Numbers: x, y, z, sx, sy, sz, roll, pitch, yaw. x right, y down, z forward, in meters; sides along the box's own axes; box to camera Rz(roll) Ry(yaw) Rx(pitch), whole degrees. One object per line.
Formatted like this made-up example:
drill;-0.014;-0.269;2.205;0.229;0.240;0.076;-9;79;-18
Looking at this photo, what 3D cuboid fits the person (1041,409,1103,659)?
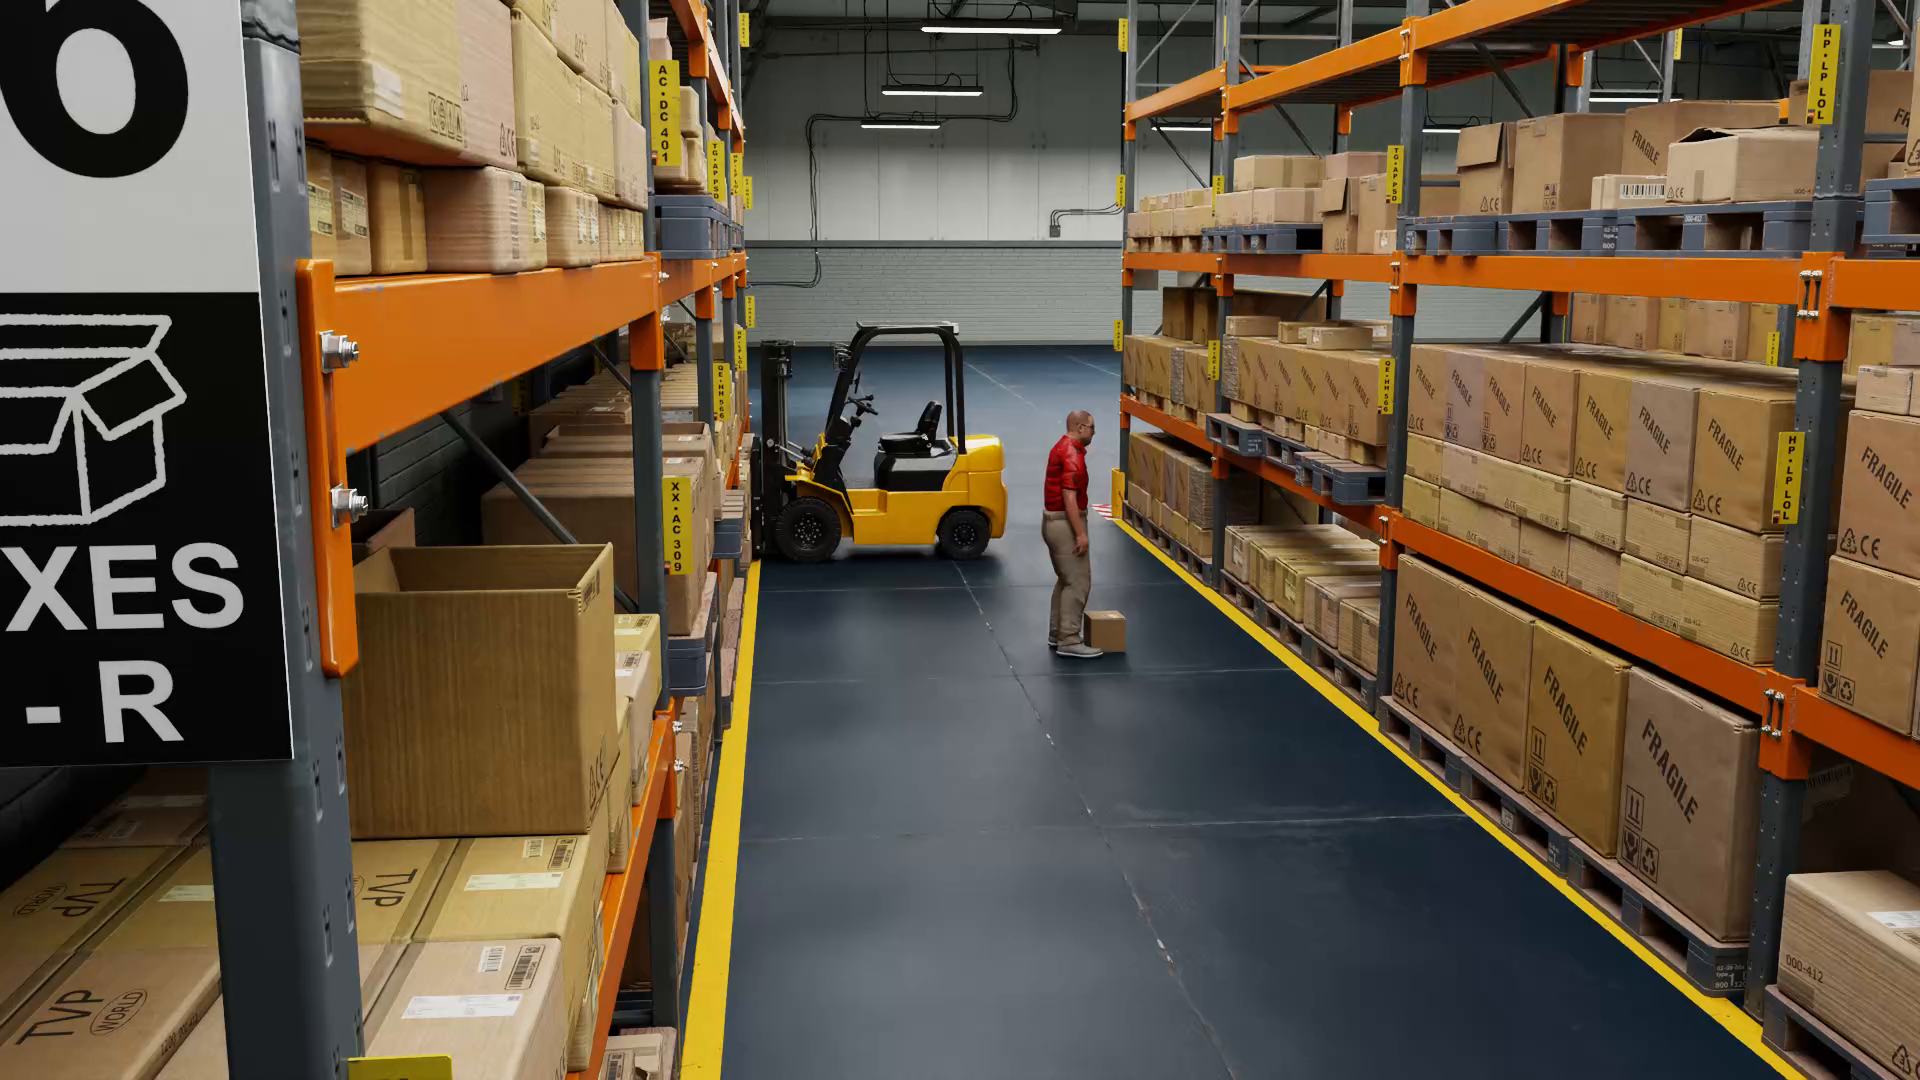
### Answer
person;0.784;-0.061;11.789;0.391;1.726;0.584;-1;10;-7
